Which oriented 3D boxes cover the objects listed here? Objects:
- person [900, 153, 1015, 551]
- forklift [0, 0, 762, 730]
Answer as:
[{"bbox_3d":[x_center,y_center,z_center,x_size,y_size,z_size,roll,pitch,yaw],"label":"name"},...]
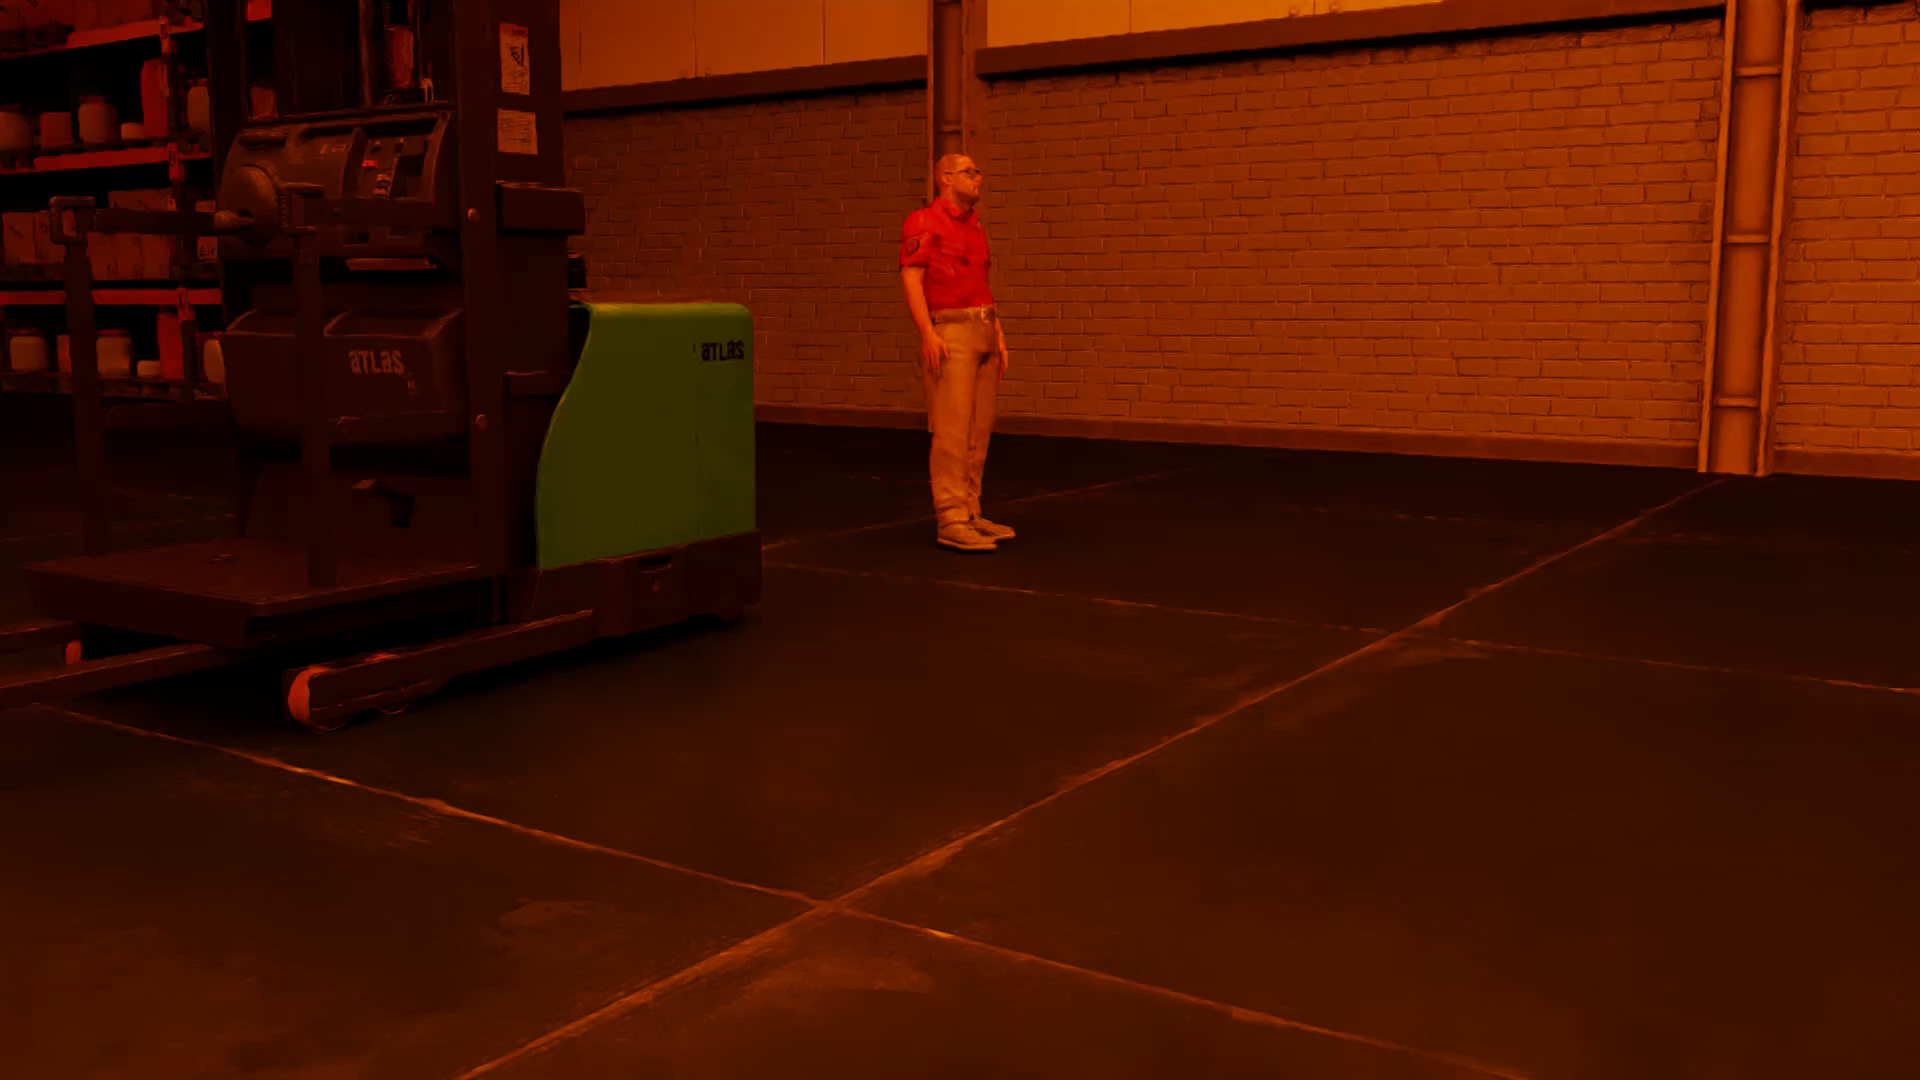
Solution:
[{"bbox_3d":[0.068,-0.855,7.421,0.550,1.727,0.640,5,10,34],"label":"person"},{"bbox_3d":[-1.887,-1.043,4.525,1.130,2.935,3.031,5,10,32],"label":"forklift"}]
